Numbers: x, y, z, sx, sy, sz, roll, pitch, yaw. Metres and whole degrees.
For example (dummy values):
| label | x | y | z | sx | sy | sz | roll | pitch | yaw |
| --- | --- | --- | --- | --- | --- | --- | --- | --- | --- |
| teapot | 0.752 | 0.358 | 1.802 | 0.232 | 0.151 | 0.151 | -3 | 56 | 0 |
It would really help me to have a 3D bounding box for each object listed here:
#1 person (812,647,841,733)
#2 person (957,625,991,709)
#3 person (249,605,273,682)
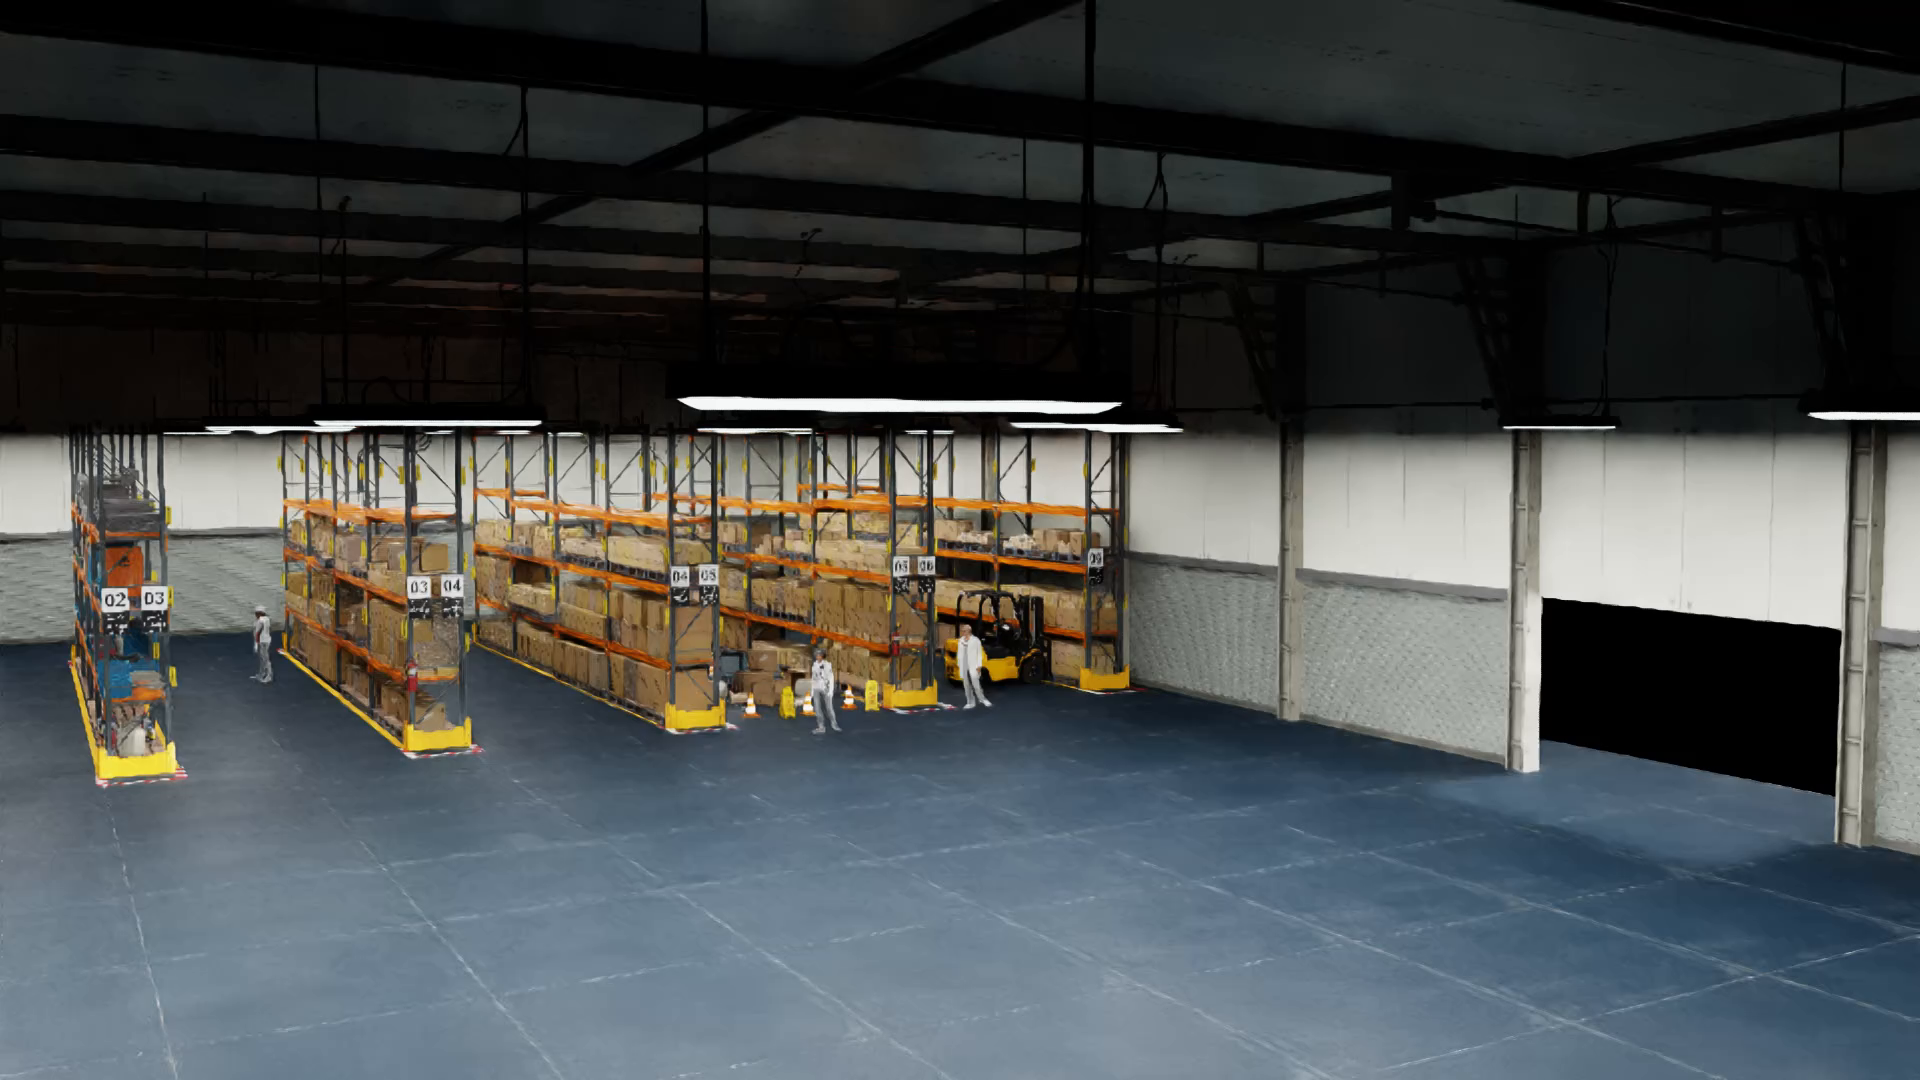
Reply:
| label | x | y | z | sx | sy | sz | roll | pitch | yaw |
| --- | --- | --- | --- | --- | --- | --- | --- | --- | --- |
| person | -2.631 | 2.902 | 32.316 | 0.569 | 1.664 | 0.506 | 2 | 4 | 33 |
| person | 0.268 | 2.664 | 34.986 | 0.762 | 1.771 | 0.509 | 2 | 4 | 29 |
| person | -16.379 | 2.411 | 38.936 | 0.594 | 1.782 | 0.678 | -1 | 4 | -9 |
